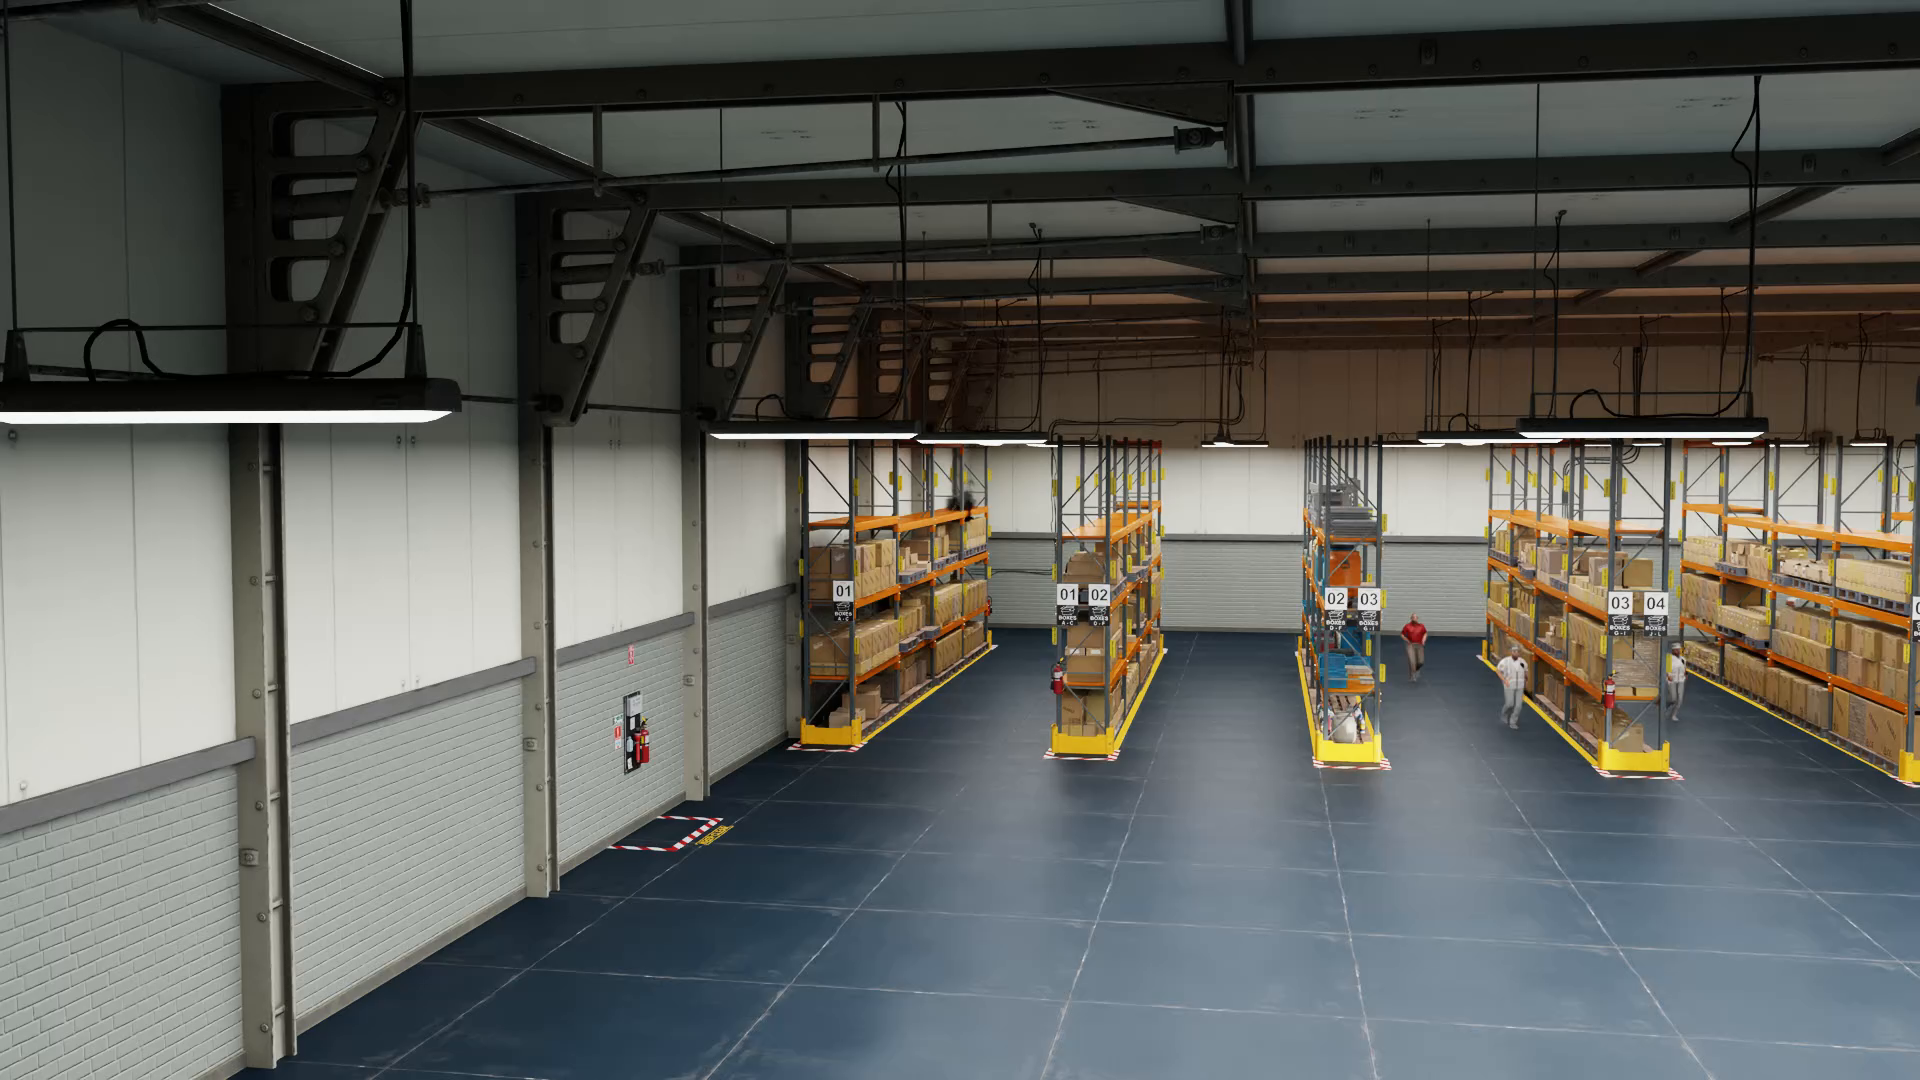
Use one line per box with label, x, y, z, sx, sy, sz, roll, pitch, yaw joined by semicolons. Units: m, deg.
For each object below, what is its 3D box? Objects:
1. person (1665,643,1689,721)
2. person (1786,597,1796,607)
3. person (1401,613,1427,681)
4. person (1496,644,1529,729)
person;15.130;2.992;35.162;0.557;1.654;0.549;0;3;-3
person;22.462;2.412;45.087;0.687;1.757;0.664;0;3;4
person;11.246;2.656;41.162;0.644;1.674;0.622;0;3;3
person;11.393;3.000;34.207;0.647;1.736;0.597;0;3;-1
